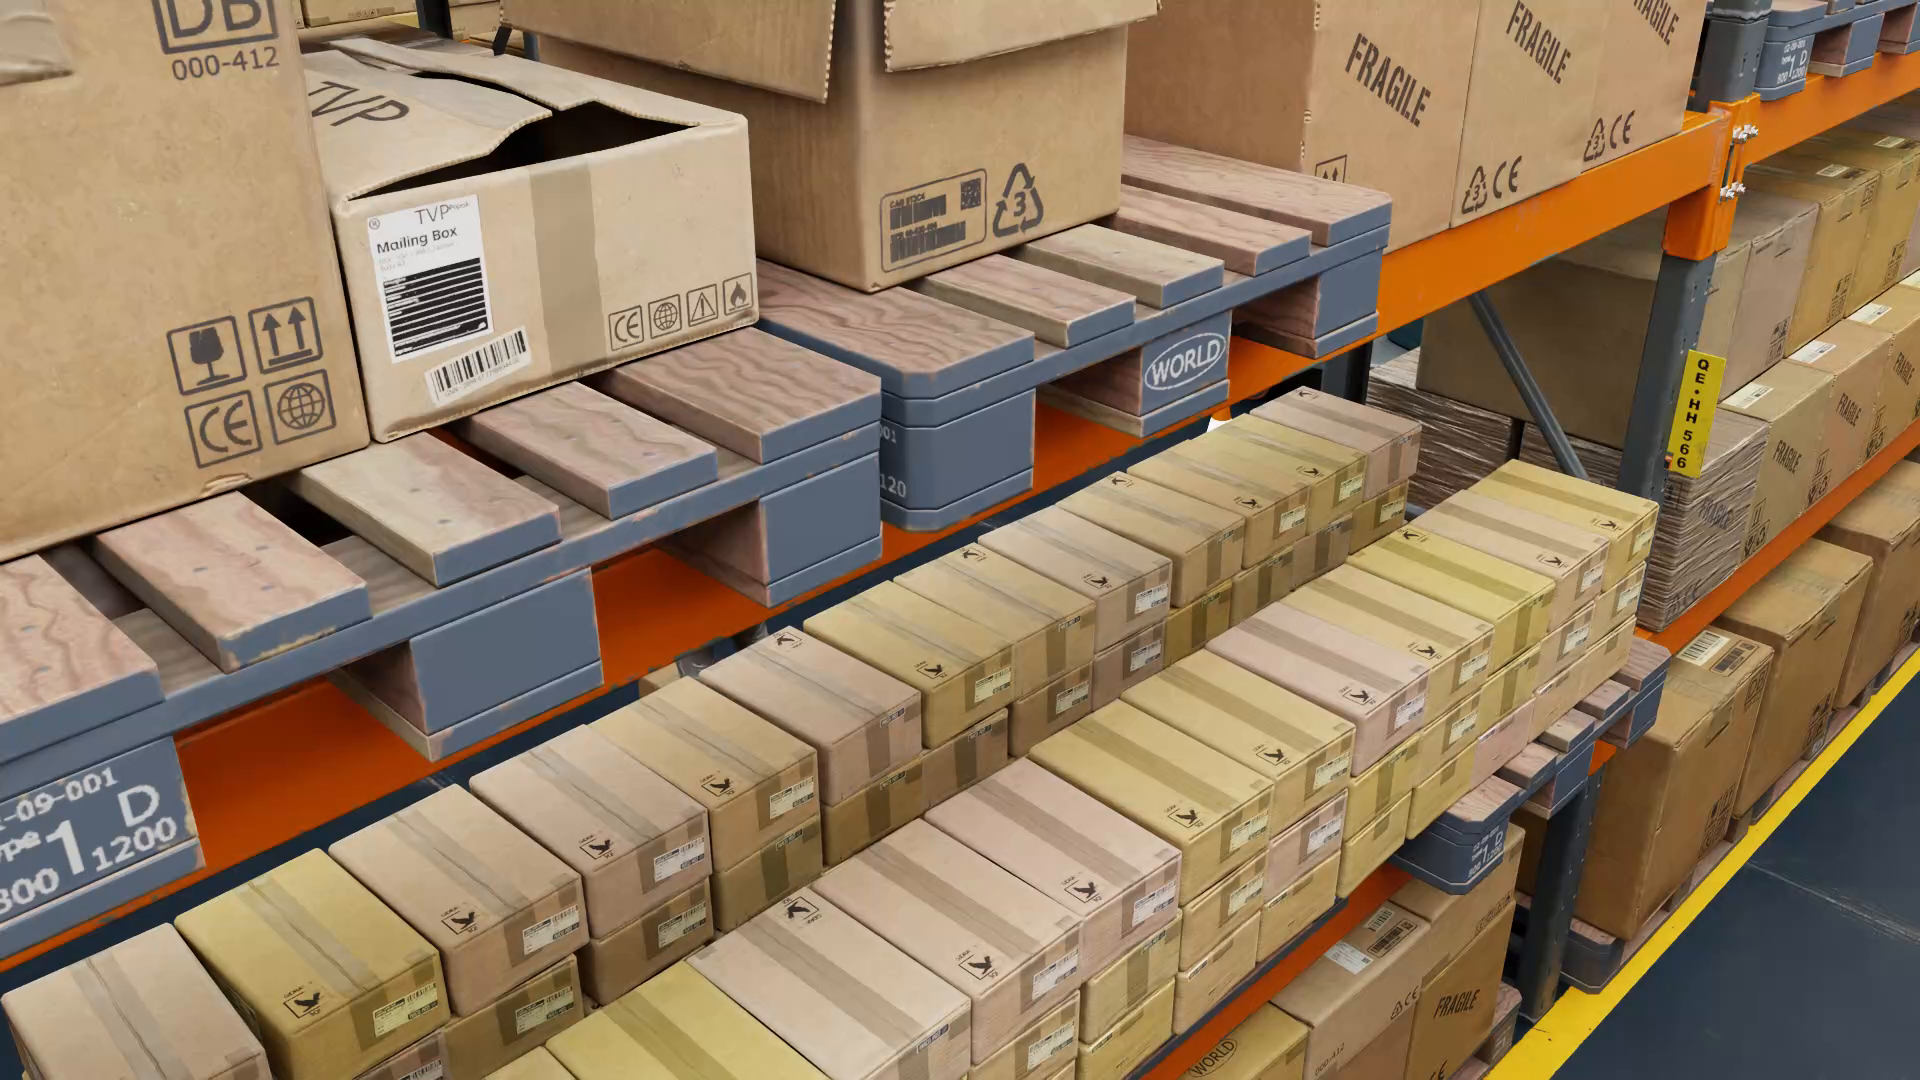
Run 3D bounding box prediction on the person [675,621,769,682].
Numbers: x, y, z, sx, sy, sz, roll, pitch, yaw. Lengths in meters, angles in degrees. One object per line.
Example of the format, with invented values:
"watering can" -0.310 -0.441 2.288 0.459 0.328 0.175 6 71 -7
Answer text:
"person" -0.907 0.033 6.038 0.461 1.759 0.619 23 35 37
